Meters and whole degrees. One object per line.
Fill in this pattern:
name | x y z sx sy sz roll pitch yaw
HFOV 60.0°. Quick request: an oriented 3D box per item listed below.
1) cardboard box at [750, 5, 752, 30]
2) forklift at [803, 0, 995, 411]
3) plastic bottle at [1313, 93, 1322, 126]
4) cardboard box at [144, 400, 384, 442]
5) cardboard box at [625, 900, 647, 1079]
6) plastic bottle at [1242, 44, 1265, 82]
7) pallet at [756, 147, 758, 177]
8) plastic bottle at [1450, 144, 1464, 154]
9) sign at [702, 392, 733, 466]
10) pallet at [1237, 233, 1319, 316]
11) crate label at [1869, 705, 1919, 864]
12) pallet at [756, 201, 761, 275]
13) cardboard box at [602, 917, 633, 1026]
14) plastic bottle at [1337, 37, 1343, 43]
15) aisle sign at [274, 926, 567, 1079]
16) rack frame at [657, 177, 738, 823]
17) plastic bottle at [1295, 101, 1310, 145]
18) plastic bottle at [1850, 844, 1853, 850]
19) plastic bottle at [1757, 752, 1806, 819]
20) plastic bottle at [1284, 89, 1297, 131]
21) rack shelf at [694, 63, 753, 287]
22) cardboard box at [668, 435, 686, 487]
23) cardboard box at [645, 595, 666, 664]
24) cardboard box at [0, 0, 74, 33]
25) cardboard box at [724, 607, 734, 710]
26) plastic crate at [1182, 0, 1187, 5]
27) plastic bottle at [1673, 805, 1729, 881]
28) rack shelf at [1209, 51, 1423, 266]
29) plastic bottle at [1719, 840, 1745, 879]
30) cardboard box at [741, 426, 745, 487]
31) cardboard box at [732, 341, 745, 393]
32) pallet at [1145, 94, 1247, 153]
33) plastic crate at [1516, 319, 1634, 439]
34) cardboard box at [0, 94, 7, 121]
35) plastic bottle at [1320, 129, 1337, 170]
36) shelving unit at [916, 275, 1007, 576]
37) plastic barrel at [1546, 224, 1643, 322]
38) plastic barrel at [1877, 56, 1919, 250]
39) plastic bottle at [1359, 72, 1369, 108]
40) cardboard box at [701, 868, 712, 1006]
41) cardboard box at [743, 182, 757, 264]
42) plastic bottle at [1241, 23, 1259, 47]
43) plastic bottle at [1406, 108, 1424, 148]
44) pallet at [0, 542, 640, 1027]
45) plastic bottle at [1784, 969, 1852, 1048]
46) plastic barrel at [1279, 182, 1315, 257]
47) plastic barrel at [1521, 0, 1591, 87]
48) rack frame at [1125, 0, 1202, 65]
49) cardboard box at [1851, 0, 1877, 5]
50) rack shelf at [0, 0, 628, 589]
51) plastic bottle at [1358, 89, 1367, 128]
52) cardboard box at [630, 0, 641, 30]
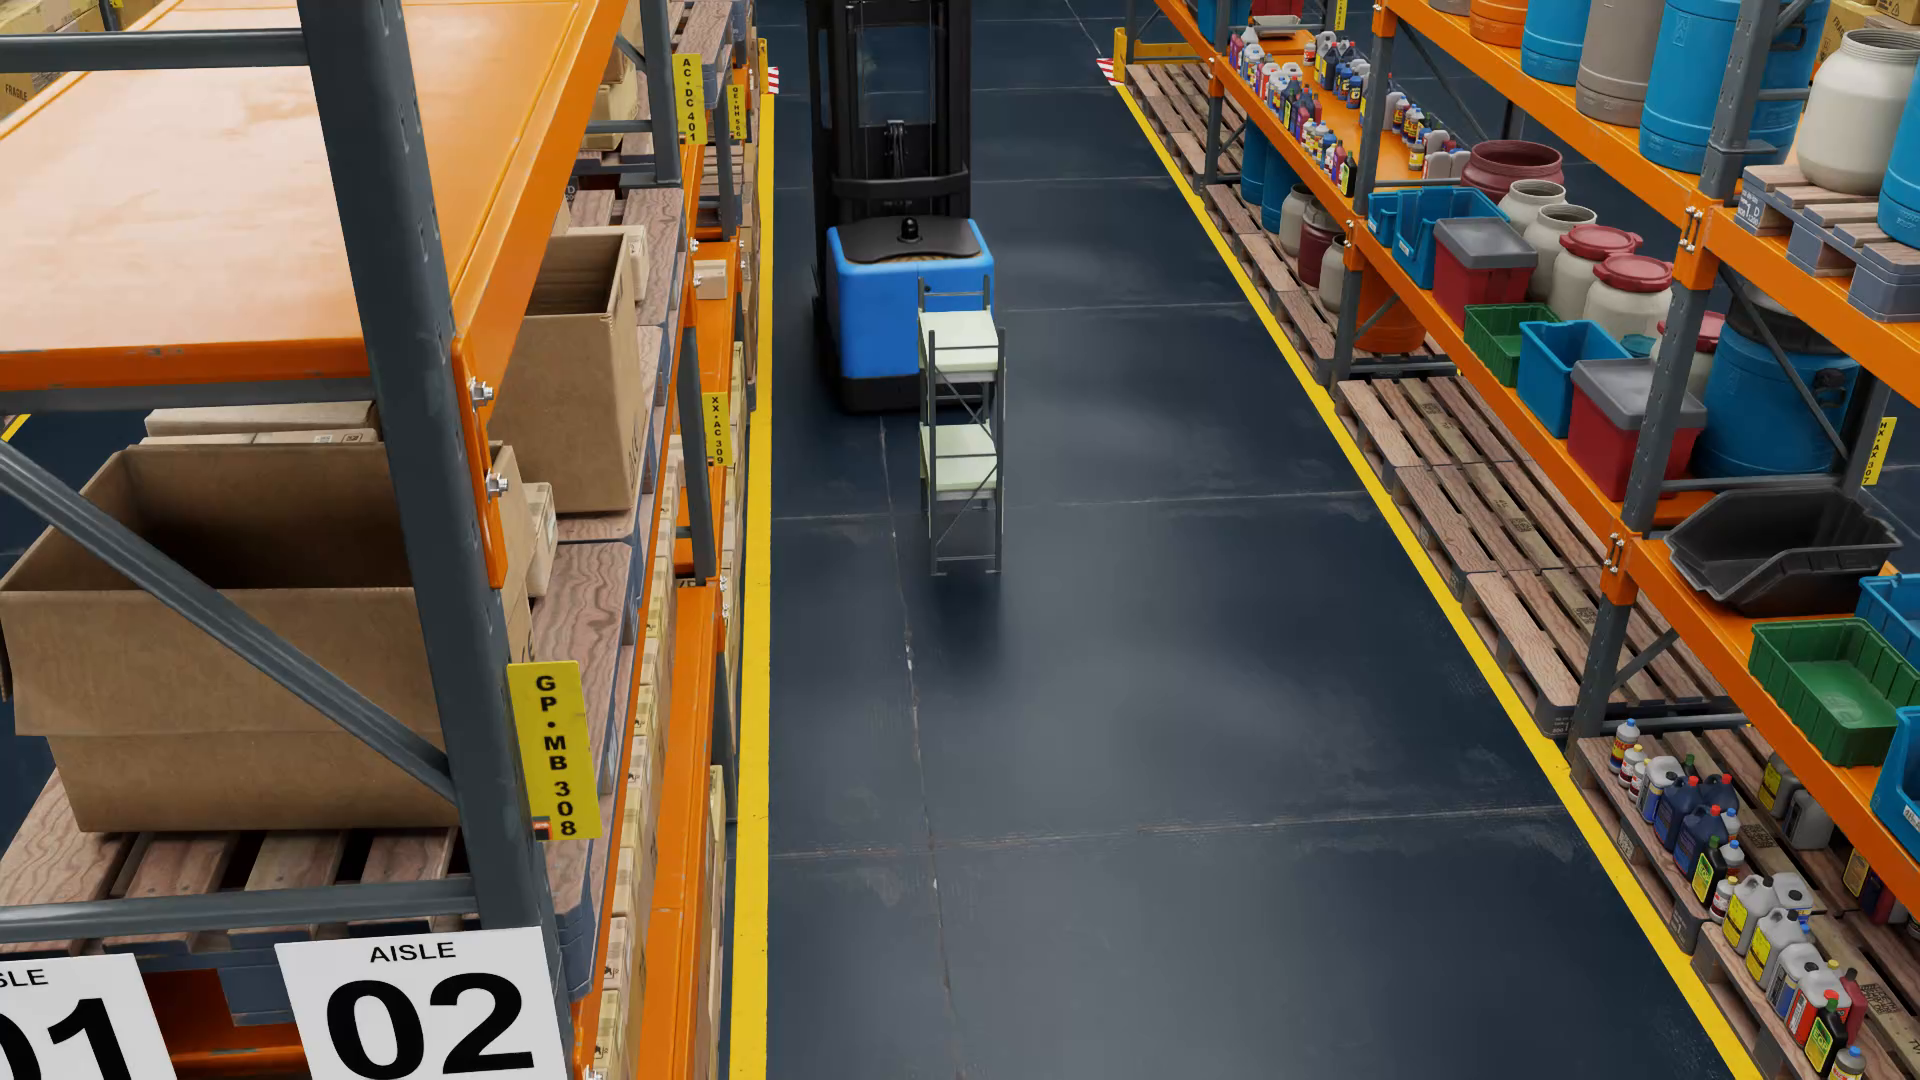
cardboard box | -2.095 -4.669 14.545 0.500 0.500 0.500 -2 31 -4
forklift | -0.510 -2.851 11.665 1.130 2.935 3.031 -5 31 -8
plastic bottle | 2.595 -3.106 12.139 0.061 0.283 0.133 -3 31 -5
cardboard box | -1.569 -0.314 3.967 0.500 0.311 0.500 1 31 1
cardboard box | -1.272 1.231 4.666 0.700 0.500 0.500 -3 31 -4
plastic bottle | 2.362 -3.832 13.363 0.152 0.276 0.135 -3 31 -5
pallet | -2.331 -3.245 14.978 1.003 0.211 1.213 -3 31 -5
plastic bottle | 3.336 -2.527 11.181 0.097 0.271 0.097 0 31 0
sign | -0.968 -0.440 6.641 0.100 0.325 0.005 -3 31 -5
pallet | 2.812 -2.110 13.077 1.003 0.211 1.213 -3 31 -5
crate label | 3.344 0.858 5.355 0.502 0.435 0.616 -3 31 -5
pallet | -2.154 -2.481 13.698 1.003 0.211 1.213 -3 31 -5
cardboard box | -1.040 1.112 4.234 0.380 0.149 0.250 -3 31 -5
plastic bottle | 3.090 -3.975 13.595 0.061 0.283 0.133 -3 31 -5
aisle sign | -0.836 0.938 2.720 0.394 0.787 0.004 -3 31 -5
rack frame | -1.520 -0.007 6.838 1.000 3.000 0.127 -3 31 -5
plastic bottle | 2.469 -3.004 11.969 0.061 0.283 0.133 -3 31 -5
plastic bottle | 3.833 1.229 6.988 0.061 0.283 0.133 -1 31 -1
plastic bottle | 3.615 1.028 7.259 0.144 0.351 0.185 -3 31 -5
plastic bottle | 2.439 -3.167 12.241 0.061 0.283 0.133 -3 31 -5
rack shelf | -2.081 -2.762 12.151 1.077 0.370 4.000 -3 31 -5
cardboard box | -1.400 -0.362 7.676 0.380 0.149 0.250 -3 31 -5
cardboard box | -1.188 0.319 5.560 0.380 0.149 0.250 -3 31 -5
cardboard box | -6.863 -3.866 12.159 0.500 0.250 0.500 -2 31 -4
cardboard box | -1.311 0.529 7.664 0.500 0.311 0.500 -3 31 -4
plastic crate | 2.202 -5.114 15.586 0.293 0.136 0.466 -3 31 -5
plastic bottle | 3.092 1.234 6.914 0.144 0.351 0.185 -4 31 -7
rack shelf | 2.851 -2.997 12.545 1.077 0.370 4.000 -3 31 -5
plastic bottle | 3.143 1.341 6.811 0.097 0.271 0.097 0 31 0
cardboard box | -1.550 -0.529 9.984 0.500 0.250 0.500 -3 31 -5
cardboard box | -1.600 -1.034 10.282 0.500 0.311 0.500 -2 31 -3
pallet | 2.440 -4.128 16.455 1.003 0.211 1.213 -3 31 -5
plastic crate | 2.999 -0.784 8.154 0.392 0.384 0.575 -3 31 -5
cardboard box | -6.701 -2.771 11.057 0.500 0.500 0.500 -3 31 -5
plastic bottle | 2.543 -2.693 11.459 0.097 0.271 0.097 0 31 0
shelving unit | 0.001 -0.640 9.360 0.431 1.500 0.755 -3 31 -5
plastic barrel | 3.432 -1.395 9.029 0.433 0.535 0.433 0 31 0
plastic barrel | 3.398 -1.413 5.367 0.600 0.901 0.708 -3 31 -5
plastic bottle | 3.138 -3.457 12.734 0.152 0.276 0.135 -3 31 -5
cardboard box | -1.174 1.408 6.008 0.500 0.500 0.500 -3 31 -5
cardboard box | -1.852 -2.460 12.953 0.500 0.500 0.500 -2 31 -4
plastic bottle | 2.378 -4.090 13.721 0.144 0.351 0.185 -3 31 -5
plastic bottle | 3.259 -2.949 11.888 0.097 0.271 0.097 0 31 0
pallet | -1.187 0.423 3.278 1.003 0.211 1.213 -3 31 -5
plastic bottle | 3.181 1.733 6.151 0.152 0.276 0.135 -3 31 -4
plastic barrel | 2.728 -2.507 13.039 0.421 0.512 0.421 0 31 0
plastic barrel | 3.026 -2.663 7.869 0.600 0.901 0.708 -3 31 -5
rack frame | 2.291 -6.369 17.489 1.000 3.000 0.127 -3 31 -5
cardboard box | 7.663 -4.712 13.639 0.797 0.503 0.637 -4 31 -6
rack shelf | -1.333 -1.081 3.877 1.077 0.370 4.000 -3 31 -5
plastic bottle | 3.040 -3.214 12.254 0.144 0.351 0.185 -3 31 -5
cardboard box | -1.615 -2.339 6.822 0.500 0.500 0.500 0 31 0
